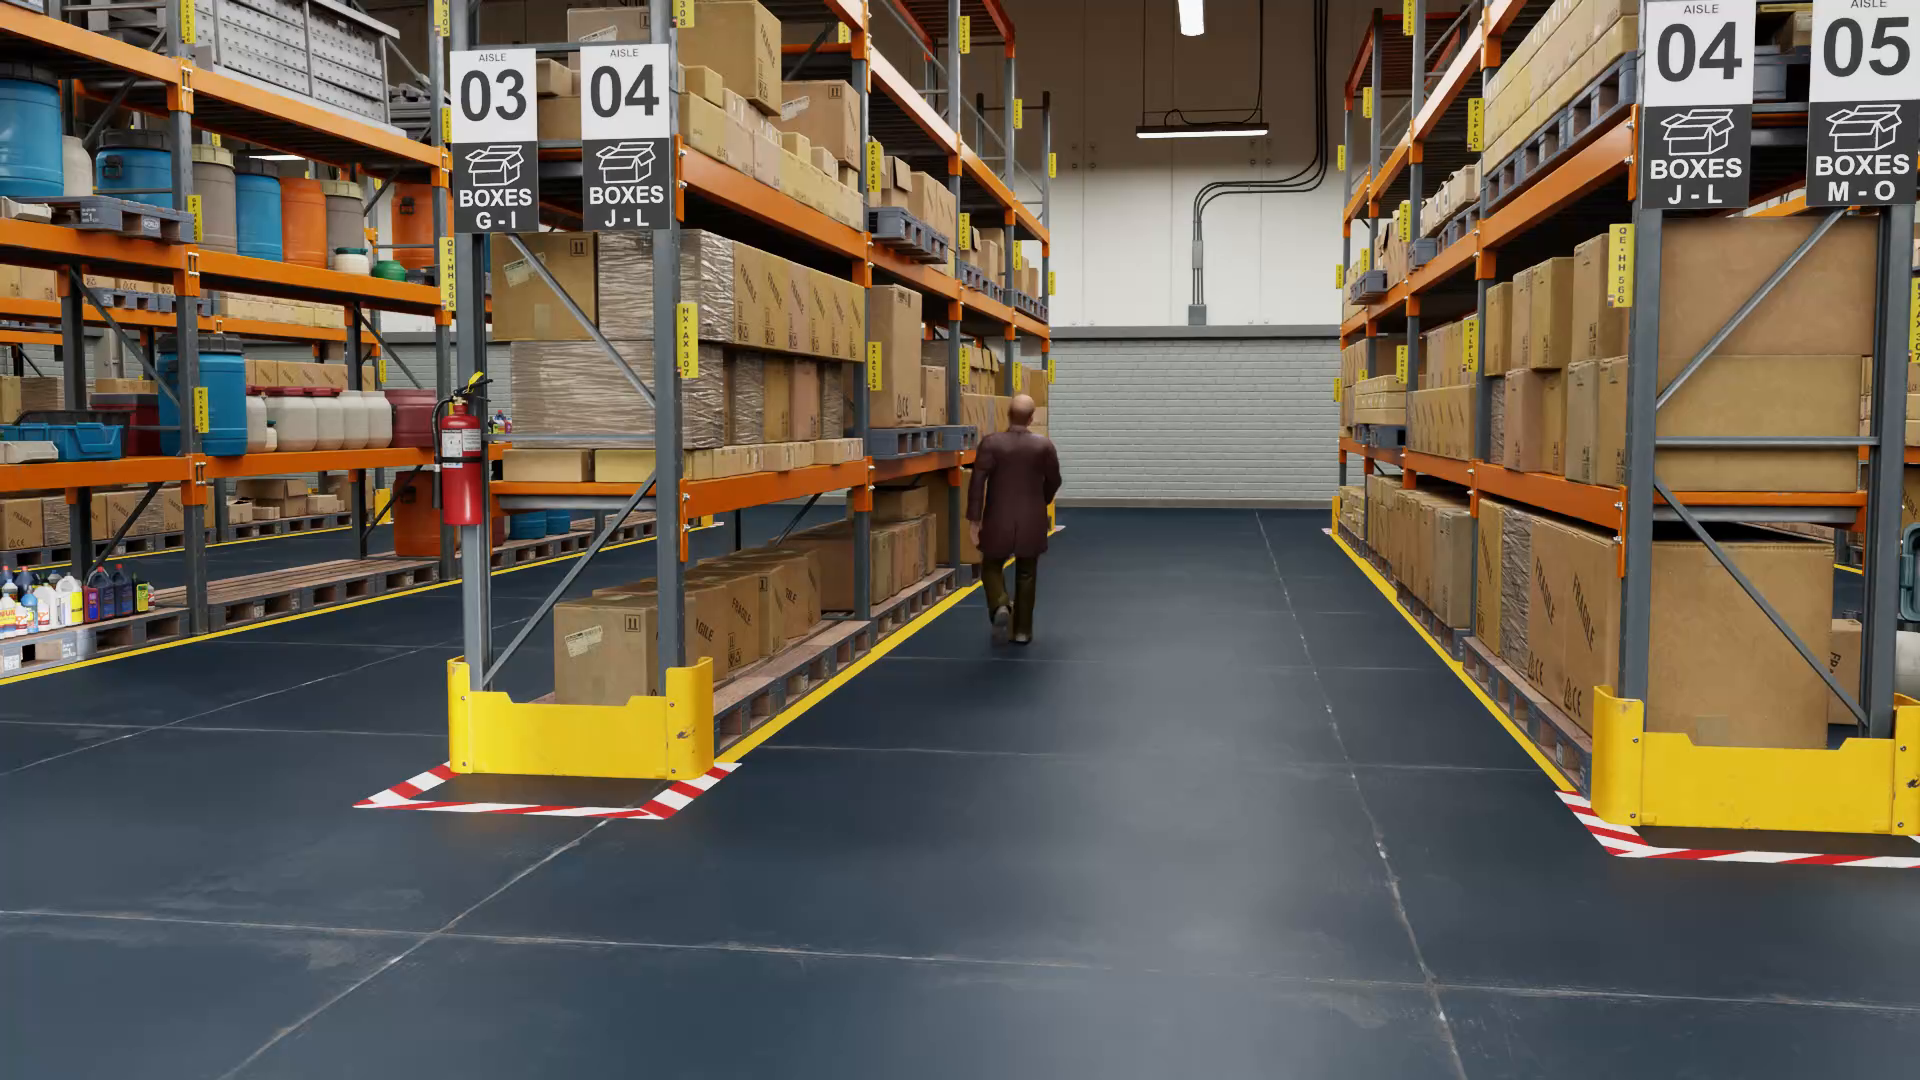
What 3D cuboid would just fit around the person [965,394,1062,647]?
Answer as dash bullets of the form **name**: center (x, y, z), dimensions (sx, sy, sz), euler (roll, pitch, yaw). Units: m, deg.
- **person**: center (0.364, -0.139, 11.524), dimensions (0.666, 1.732, 0.851), euler (0, 4, -1)
